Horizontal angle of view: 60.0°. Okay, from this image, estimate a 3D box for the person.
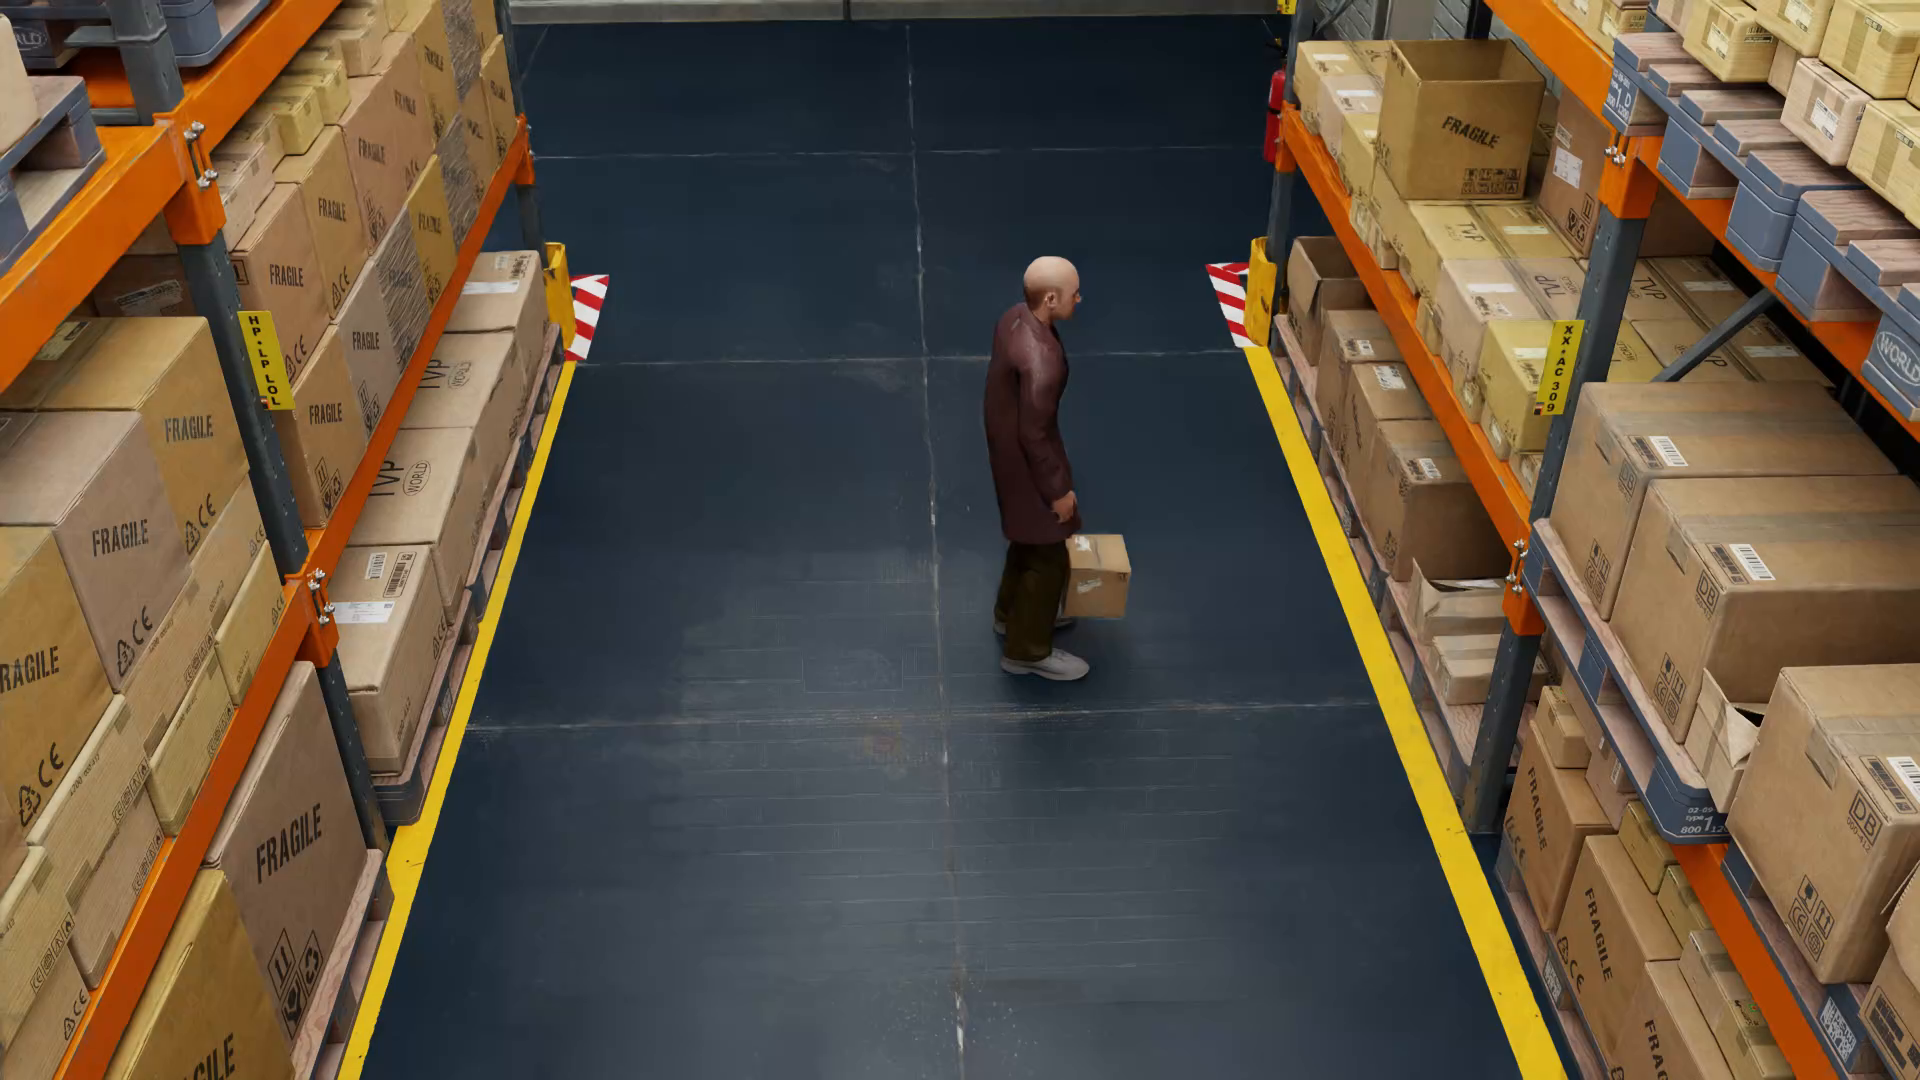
[{"bbox_3d":[0.307,-0.294,6.579,0.425,1.775,0.601,-3,35,-4],"label":"person"}]
